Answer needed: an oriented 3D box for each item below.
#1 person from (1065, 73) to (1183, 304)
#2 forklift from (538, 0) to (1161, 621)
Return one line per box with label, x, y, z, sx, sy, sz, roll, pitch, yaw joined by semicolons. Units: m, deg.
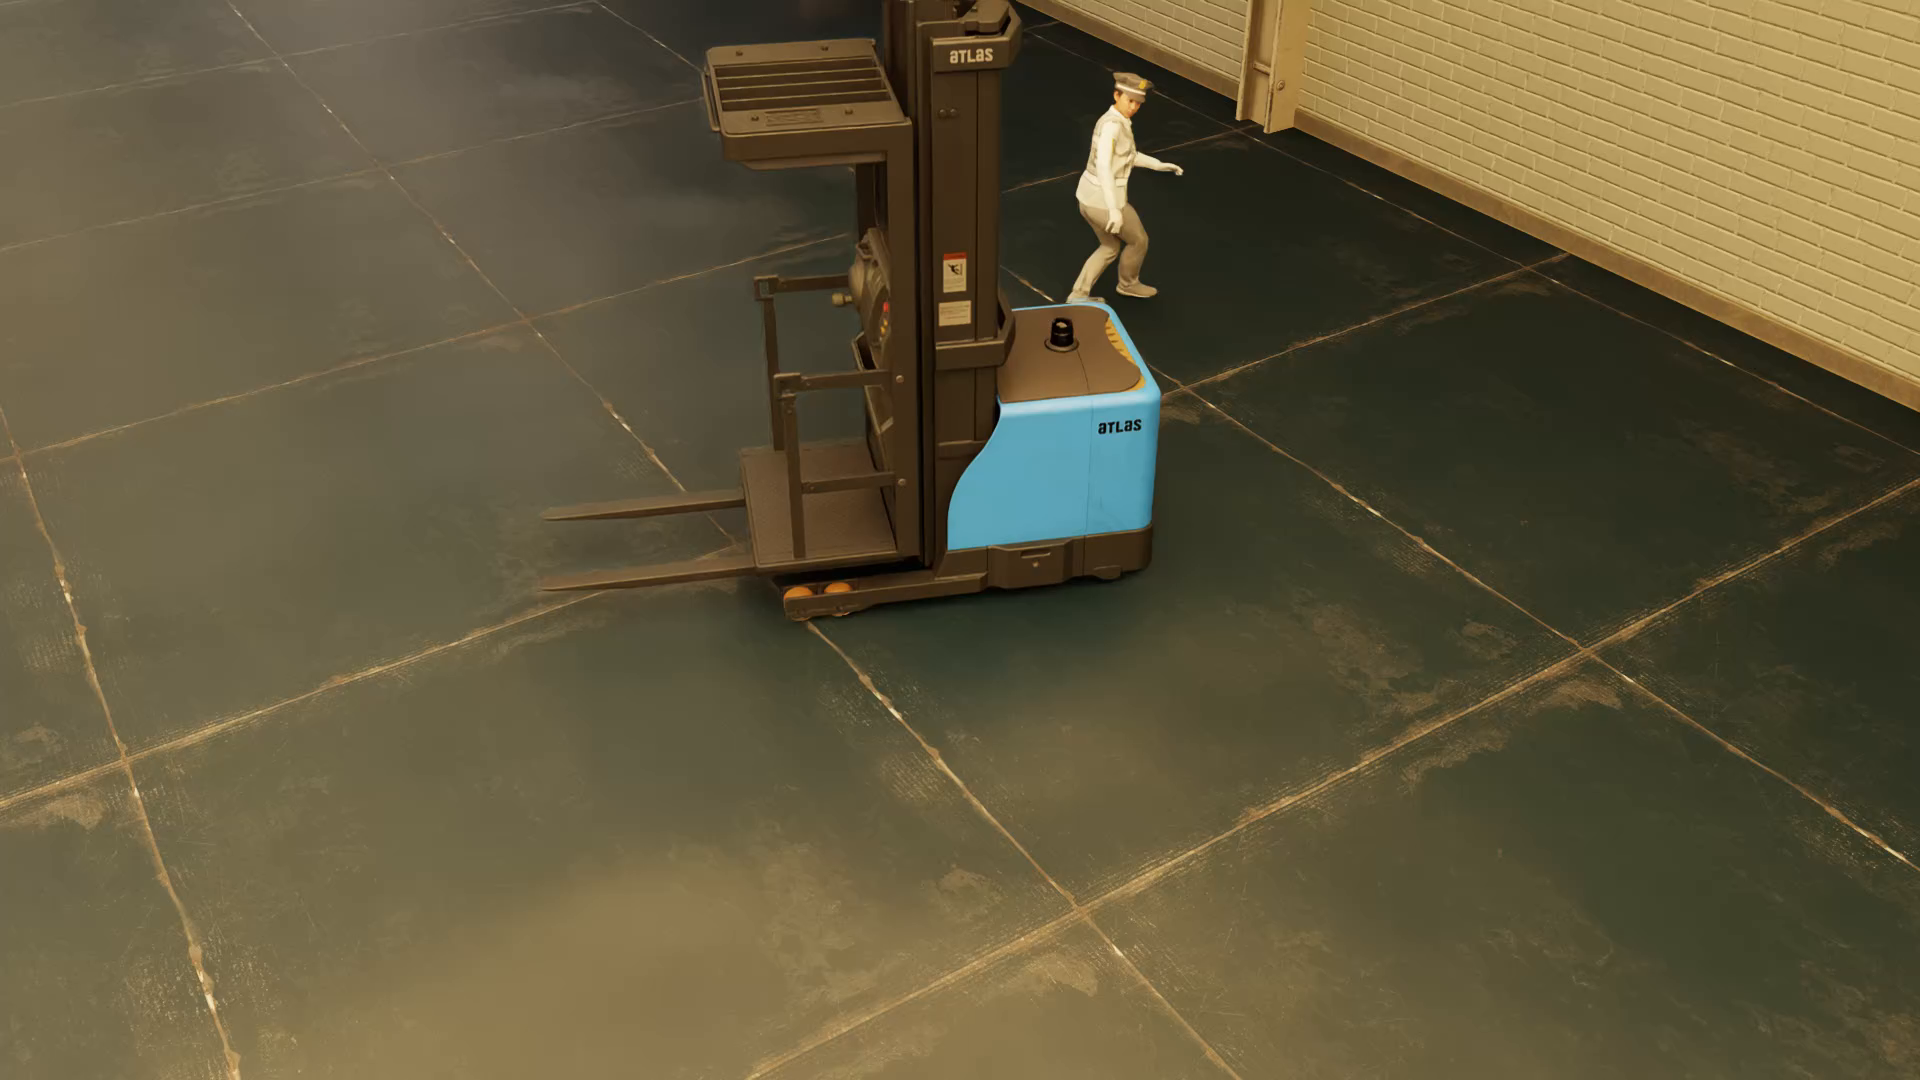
person;1.063;-2.118;10.392;0.767;1.563;0.742;-11;36;-15
forklift;-0.599;-1.134;7.761;3.031;2.935;1.130;-6;36;-9
